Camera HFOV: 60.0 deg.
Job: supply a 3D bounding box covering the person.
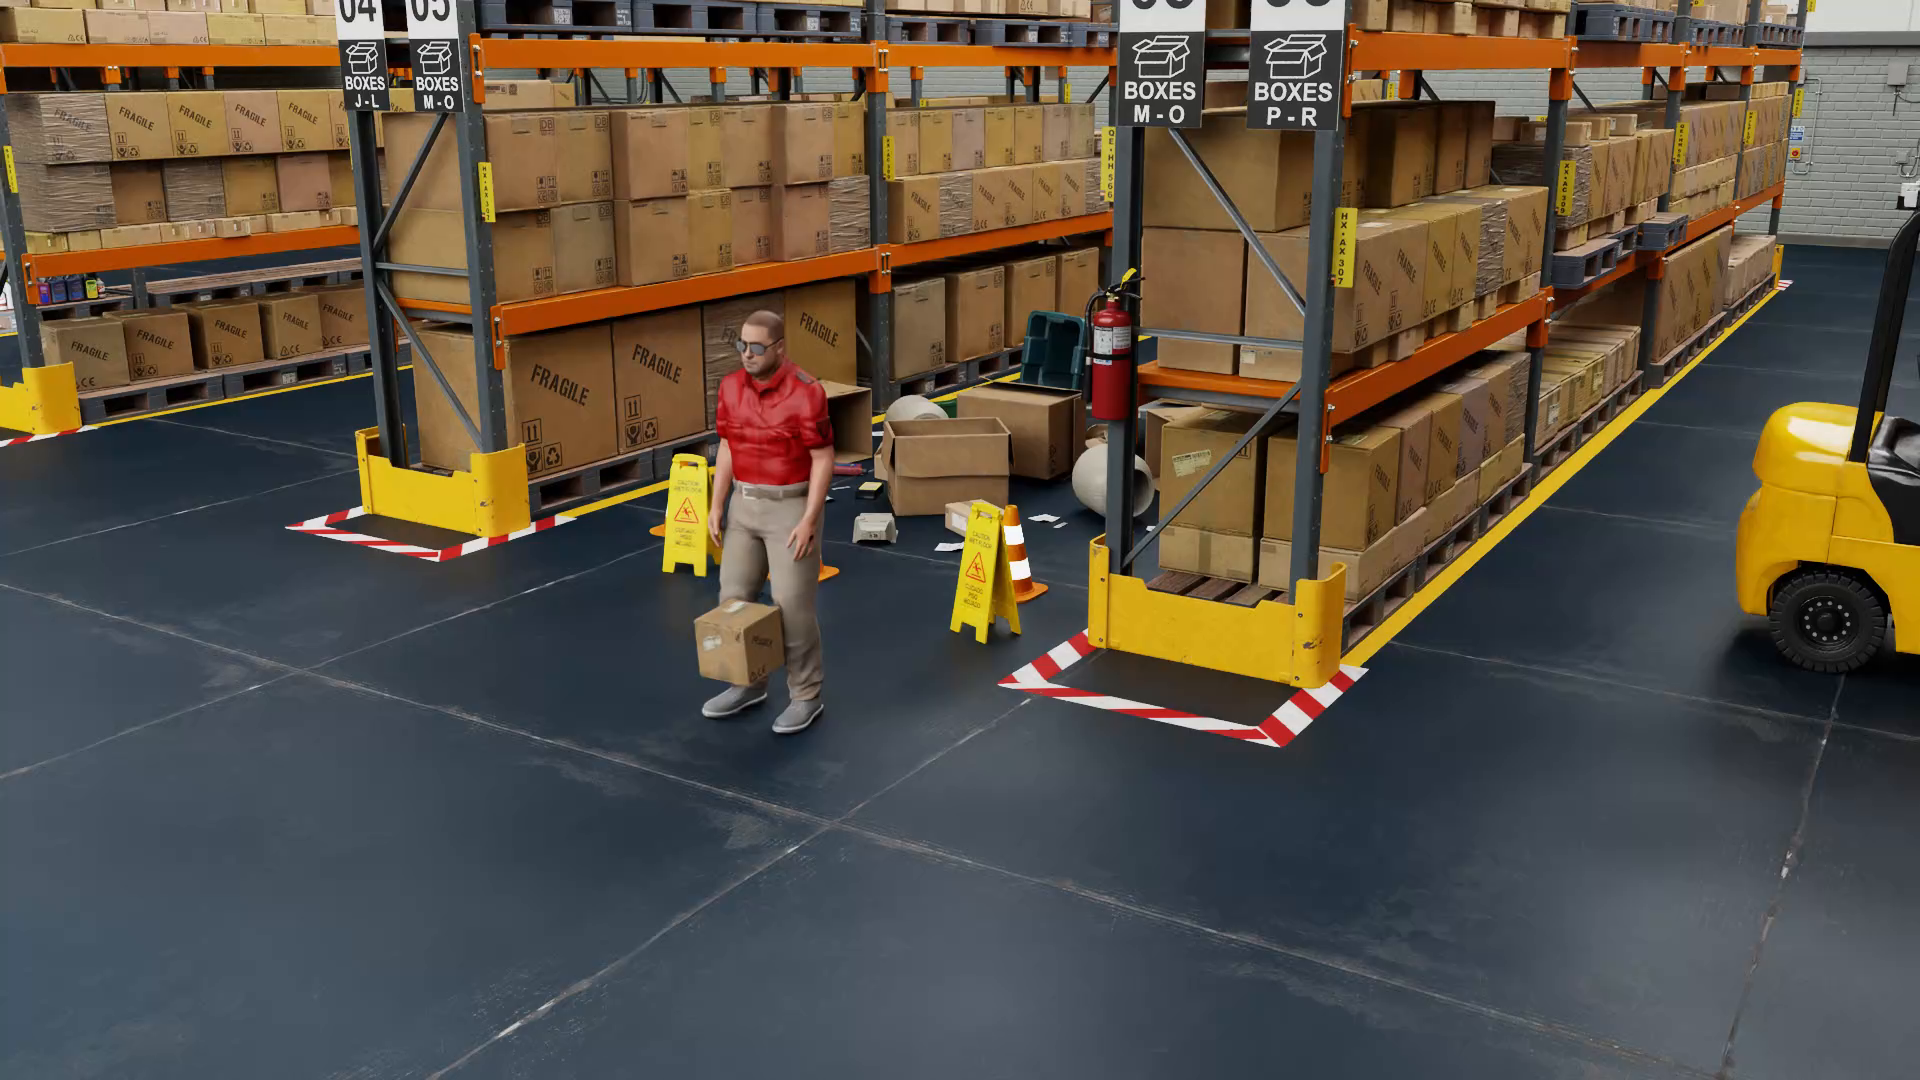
[{"bbox_3d":[-0.781,-0.087,6.855,0.566,1.729,0.391,9,18,29],"label":"person"}]
